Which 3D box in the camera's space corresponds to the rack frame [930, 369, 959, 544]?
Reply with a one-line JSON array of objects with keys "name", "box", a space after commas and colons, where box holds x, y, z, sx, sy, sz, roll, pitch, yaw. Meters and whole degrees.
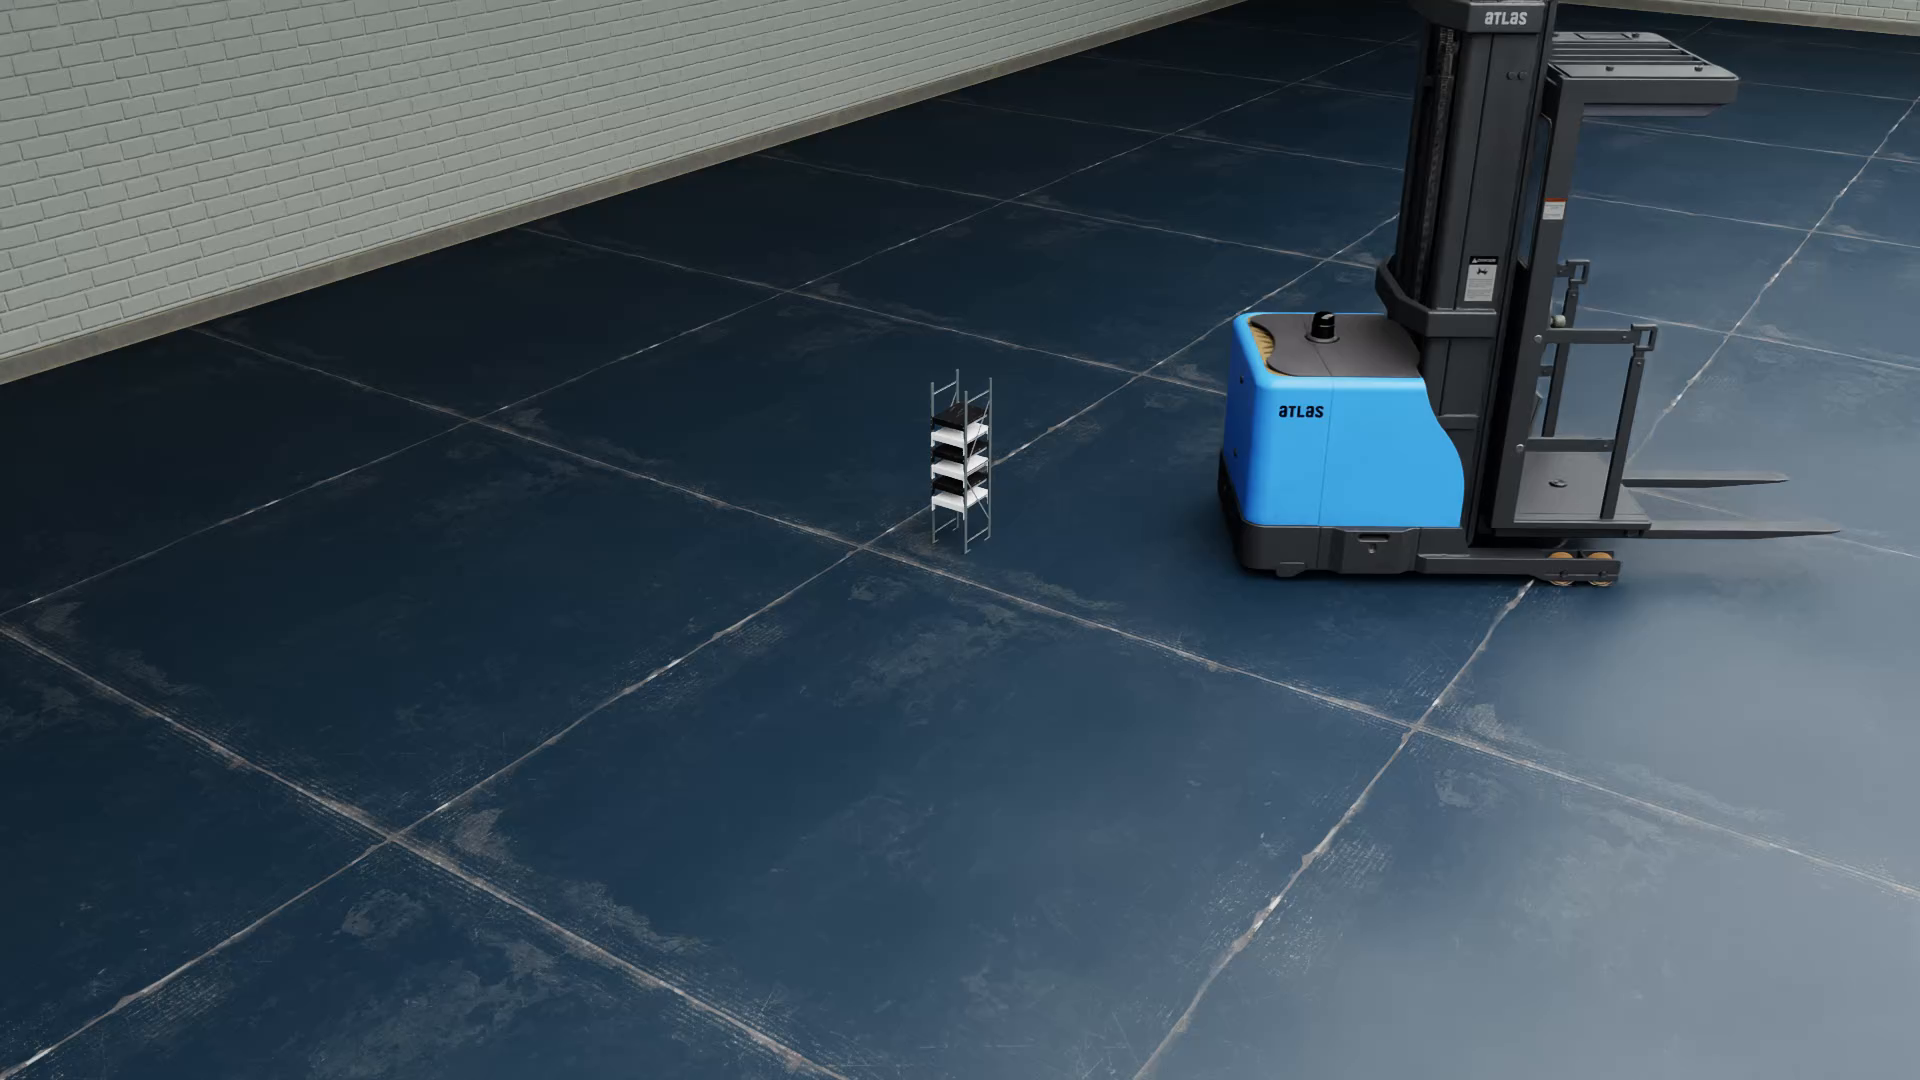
[{"name": "rack frame", "box": [-0.077, -0.425, 8.593, 0.006, 0.900, 0.240, 17, 32, 30]}]

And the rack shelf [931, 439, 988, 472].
[{"name": "rack shelf", "box": [0.007, -0.449, 8.516, 0.200, 0.077, 0.258, 17, 32, 30]}]

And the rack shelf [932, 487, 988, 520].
[{"name": "rack shelf", "box": [0.007, -0.209, 8.639, 0.200, 0.077, 0.258, 17, 32, 30]}]

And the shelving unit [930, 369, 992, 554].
[{"name": "shelving unit", "box": [0.007, -0.399, 8.542, 0.210, 0.900, 0.258, 17, 32, 30]}]

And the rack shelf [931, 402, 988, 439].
[{"name": "rack shelf", "box": [0.007, -0.610, 8.434, 0.200, 0.077, 0.258, 17, 32, 30]}]

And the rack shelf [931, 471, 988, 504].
[{"name": "rack shelf", "box": [0.007, -0.289, 8.598, 0.200, 0.077, 0.258, 17, 32, 30]}]

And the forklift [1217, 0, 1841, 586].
[{"name": "forklift", "box": [2.922, -1.320, 8.112, 3.031, 2.935, 1.130, 1, 27, 1]}]

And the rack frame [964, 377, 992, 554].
[{"name": "rack frame", "box": [0.090, -0.373, 8.490, 0.006, 0.900, 0.240, 17, 32, 30]}]

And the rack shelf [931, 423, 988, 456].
[{"name": "rack shelf", "box": [0.007, -0.530, 8.475, 0.200, 0.077, 0.258, 17, 32, 30]}]

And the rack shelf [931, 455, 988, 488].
[{"name": "rack shelf", "box": [0.007, -0.369, 8.557, 0.200, 0.077, 0.258, 17, 32, 30]}]
